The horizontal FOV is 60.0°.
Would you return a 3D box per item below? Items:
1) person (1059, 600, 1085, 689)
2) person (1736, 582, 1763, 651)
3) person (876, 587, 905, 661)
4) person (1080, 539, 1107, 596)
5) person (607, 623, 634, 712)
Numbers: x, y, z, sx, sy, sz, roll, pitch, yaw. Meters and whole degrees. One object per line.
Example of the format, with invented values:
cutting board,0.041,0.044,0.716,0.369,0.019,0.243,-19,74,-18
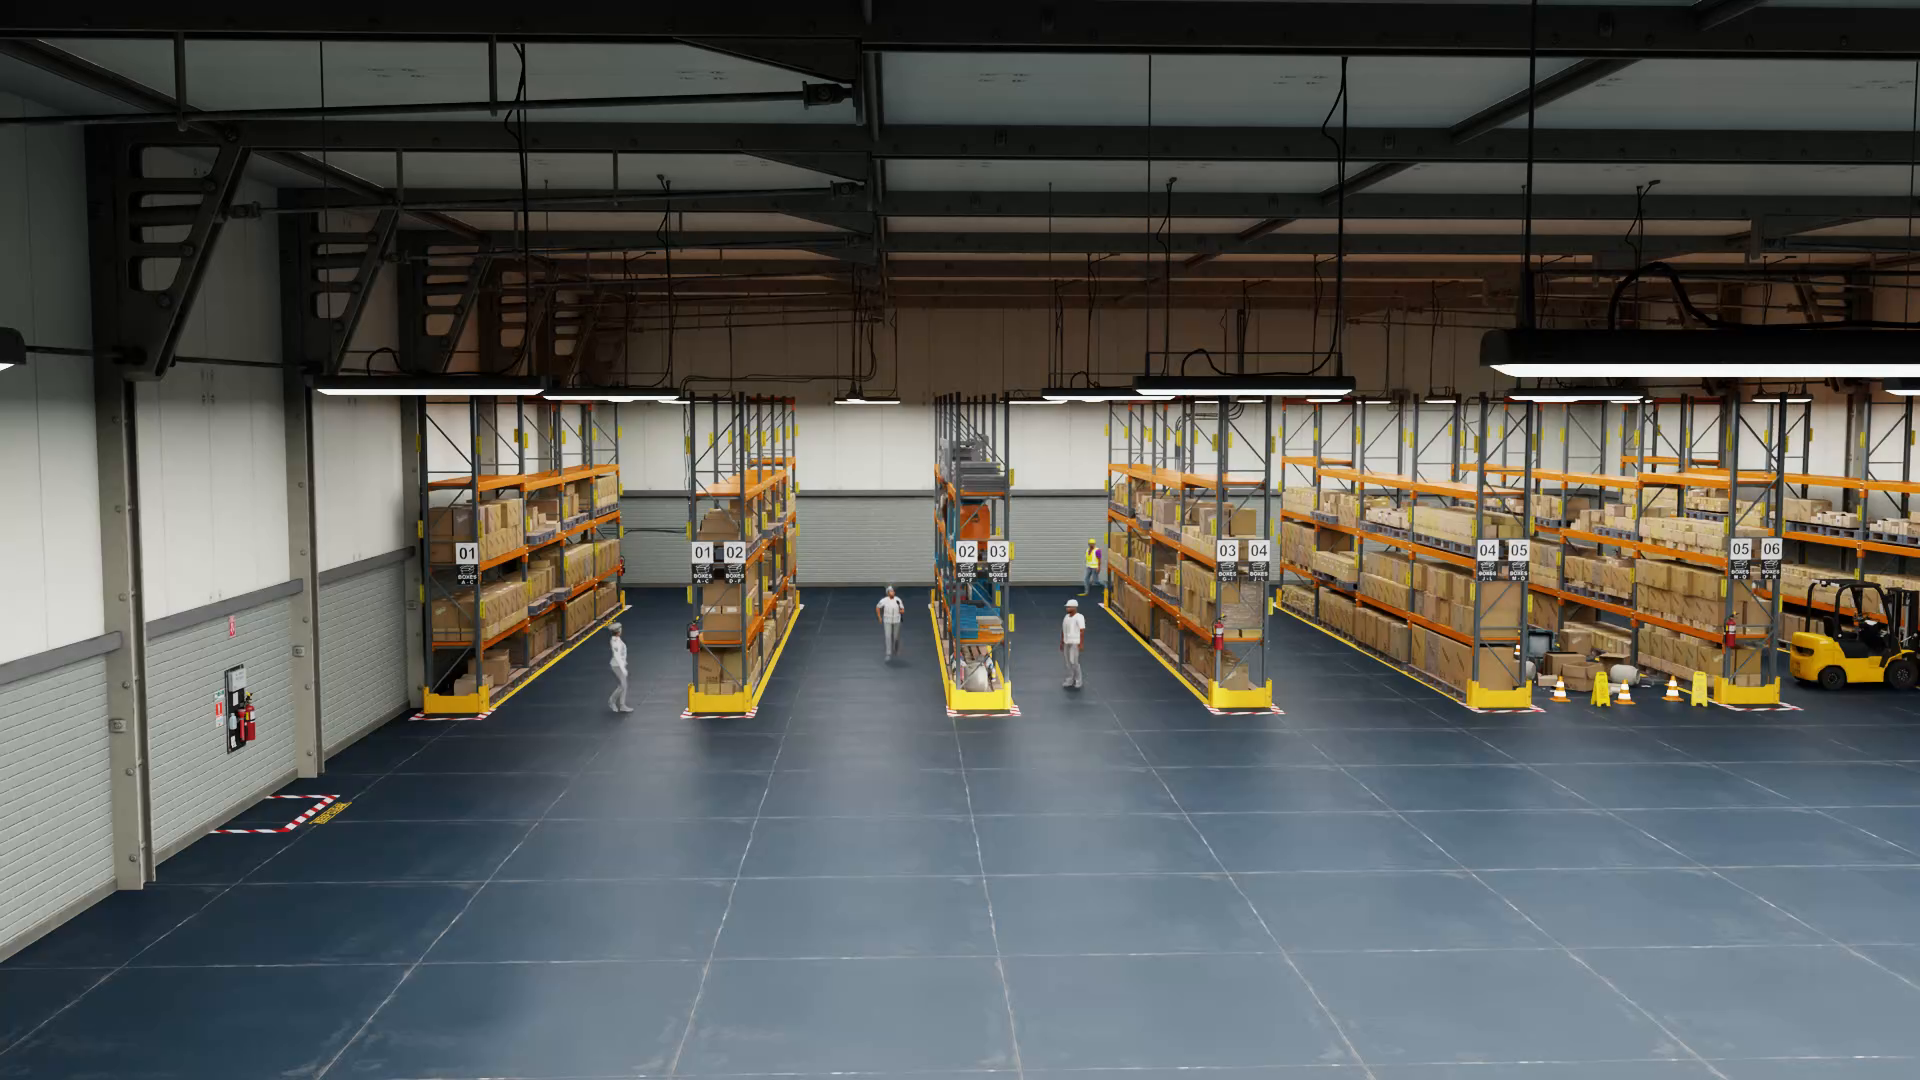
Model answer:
person,2.279,2.124,34.024,0.385,1.805,0.616,-3,5,-33
person,18.049,1.814,38.122,0.575,1.741,0.639,-5,6,-45
person,-1.578,1.864,37.502,0.658,1.611,1.018,0,5,2
person,4.054,0.831,50.236,0.876,1.746,0.625,-3,6,-34
person,-6.370,2.389,31.164,0.474,1.684,0.504,0,5,4
